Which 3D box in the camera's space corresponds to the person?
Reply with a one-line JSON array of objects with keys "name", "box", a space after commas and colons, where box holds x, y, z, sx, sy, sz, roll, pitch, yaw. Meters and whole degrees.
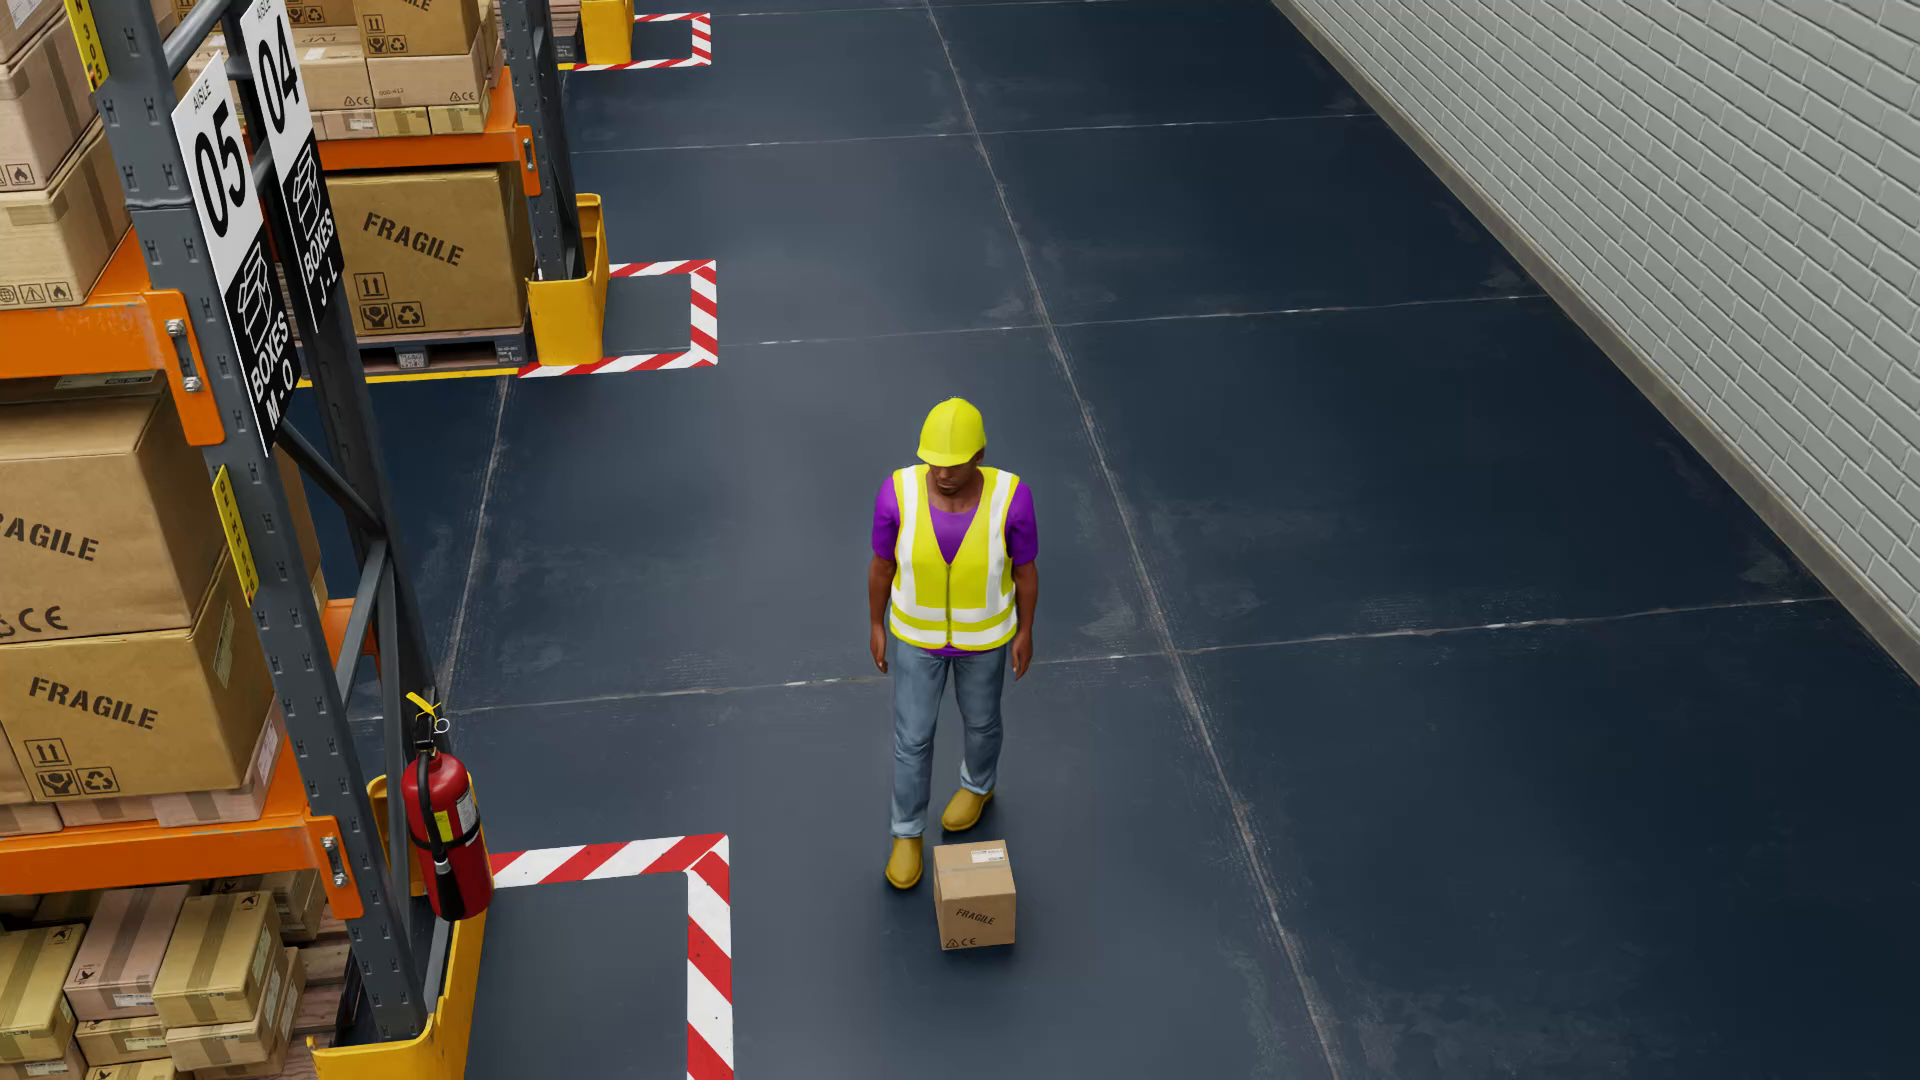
[{"name": "person", "box": [-0.032, 0.376, 5.604, 0.575, 1.726, 0.612, 2, 35, 3]}]
